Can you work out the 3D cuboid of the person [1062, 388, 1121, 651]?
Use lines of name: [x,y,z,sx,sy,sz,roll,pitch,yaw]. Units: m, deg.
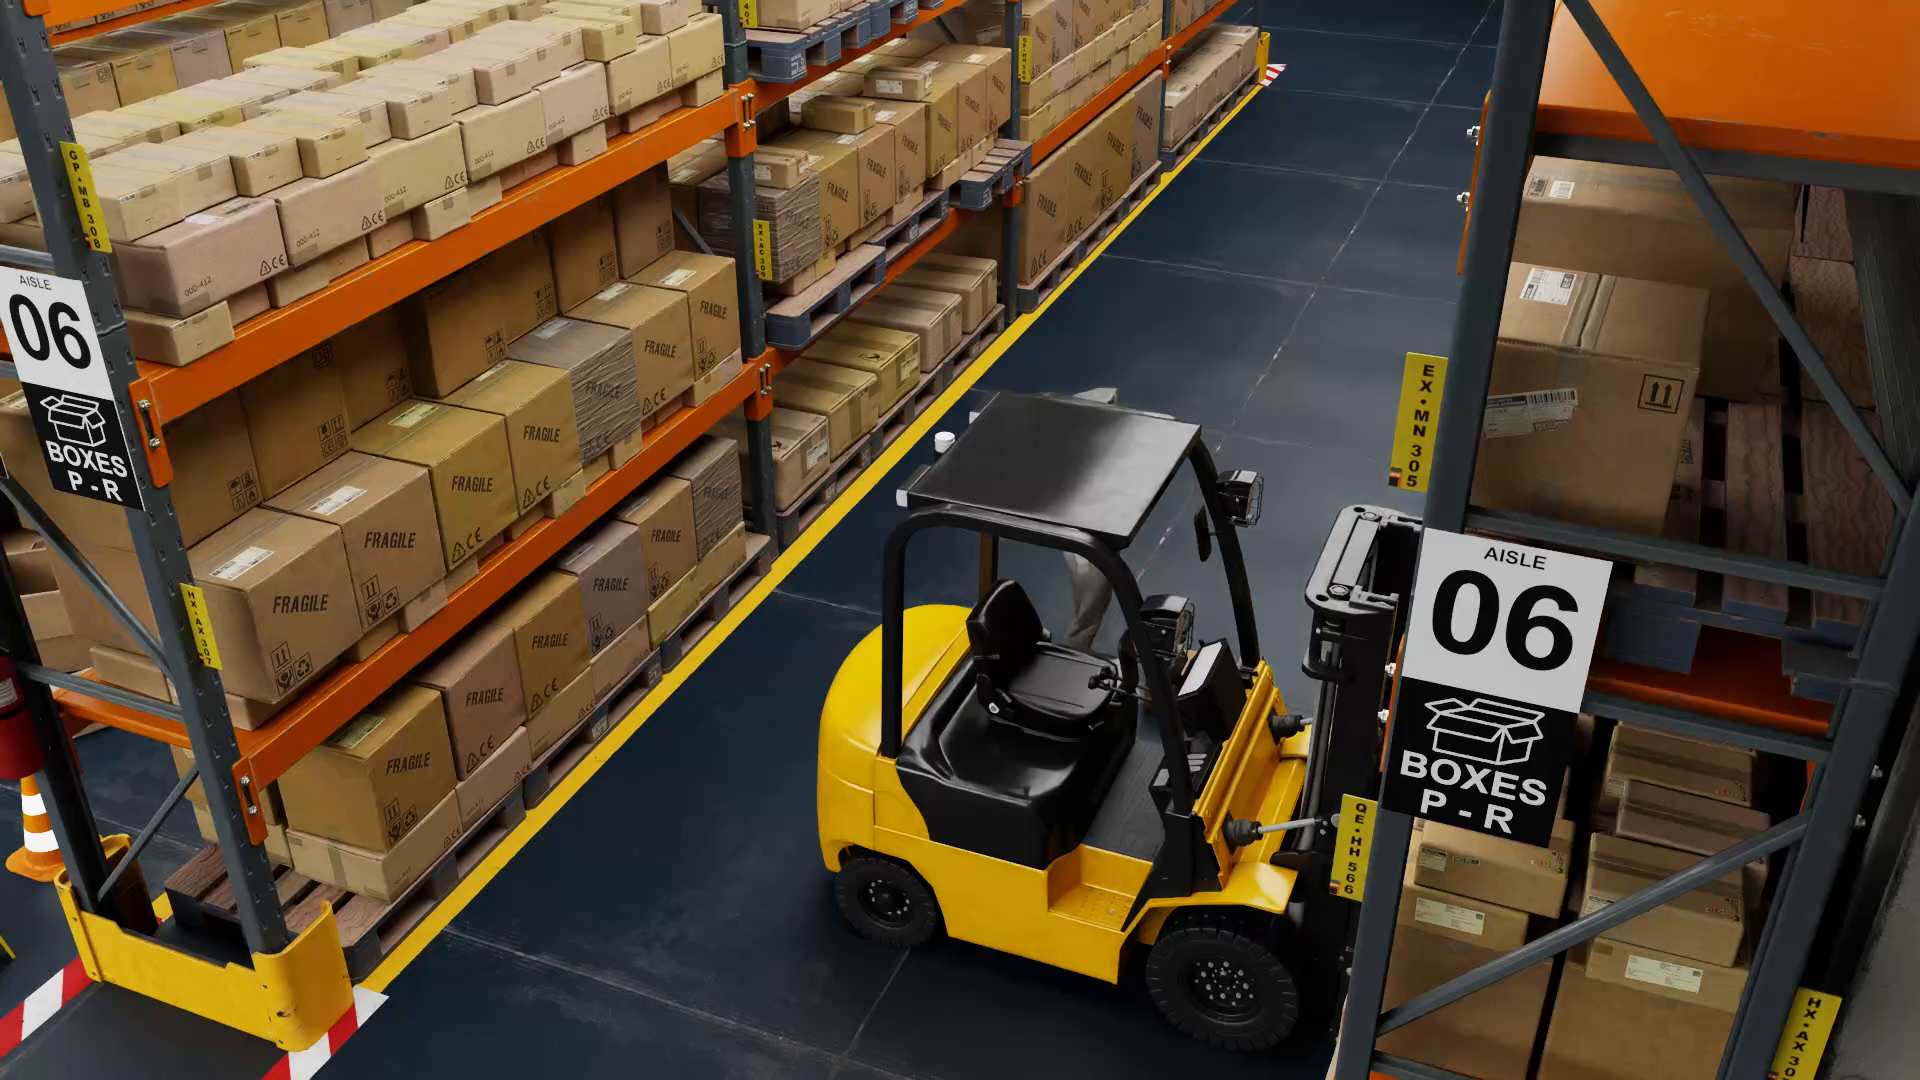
person: [0.679,0.016,8.352,0.341,1.679,0.465,12,32,20]
